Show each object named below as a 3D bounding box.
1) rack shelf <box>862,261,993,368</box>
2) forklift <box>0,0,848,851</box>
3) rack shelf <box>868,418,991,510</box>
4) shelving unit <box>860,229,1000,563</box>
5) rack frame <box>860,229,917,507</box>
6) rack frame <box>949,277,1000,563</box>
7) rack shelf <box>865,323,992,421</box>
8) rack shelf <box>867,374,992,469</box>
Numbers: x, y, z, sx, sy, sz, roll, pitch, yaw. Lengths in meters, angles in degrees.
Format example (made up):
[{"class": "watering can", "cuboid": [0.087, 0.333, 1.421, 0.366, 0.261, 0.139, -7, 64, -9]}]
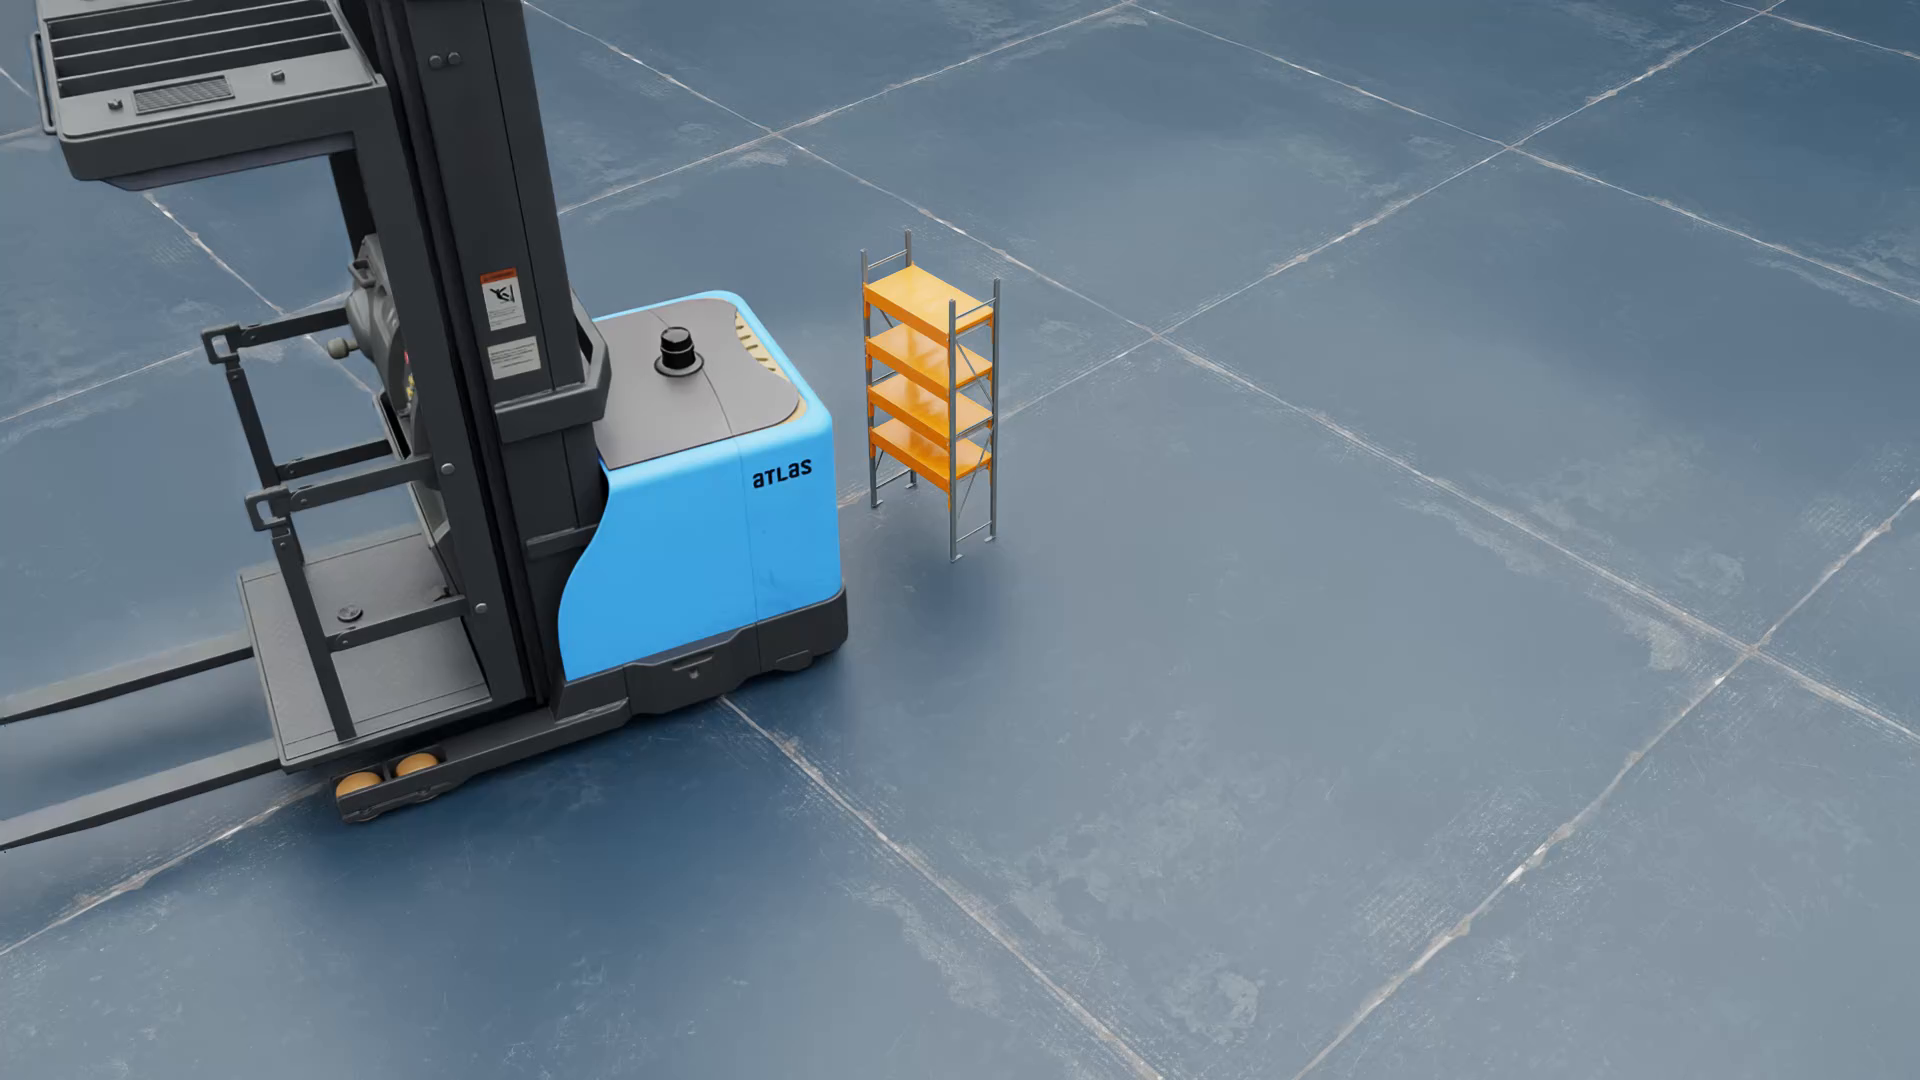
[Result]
[{"class": "rack shelf", "cuboid": [-0.112, -0.849, 6.221, 0.258, 0.148, 0.480, -30, 48, -32]}, {"class": "forklift", "cuboid": [-1.970, -0.577, 5.132, 3.031, 2.935, 1.130, -17, 42, -20]}, {"class": "rack shelf", "cuboid": [-0.112, -0.337, 6.635, 0.258, 0.148, 0.480, -30, 48, -32]}, {"class": "shelving unit", "cuboid": [-0.112, -0.543, 6.468, 0.258, 1.200, 0.503, -30, 48, -32]}, {"class": "rack frame", "cuboid": [-0.277, -0.656, 6.608, 0.240, 1.200, 0.015, -30, 48, -32]}, {"class": "rack frame", "cuboid": [0.053, -0.430, 6.328, 0.240, 1.200, 0.015, -30, 48, -32]}, {"class": "rack shelf", "cuboid": [-0.112, -0.665, 6.370, 0.258, 0.148, 0.480, -30, 48, -32]}, {"class": "rack shelf", "cuboid": [-0.112, -0.491, 6.510, 0.258, 0.148, 0.480, -30, 48, -32]}]
